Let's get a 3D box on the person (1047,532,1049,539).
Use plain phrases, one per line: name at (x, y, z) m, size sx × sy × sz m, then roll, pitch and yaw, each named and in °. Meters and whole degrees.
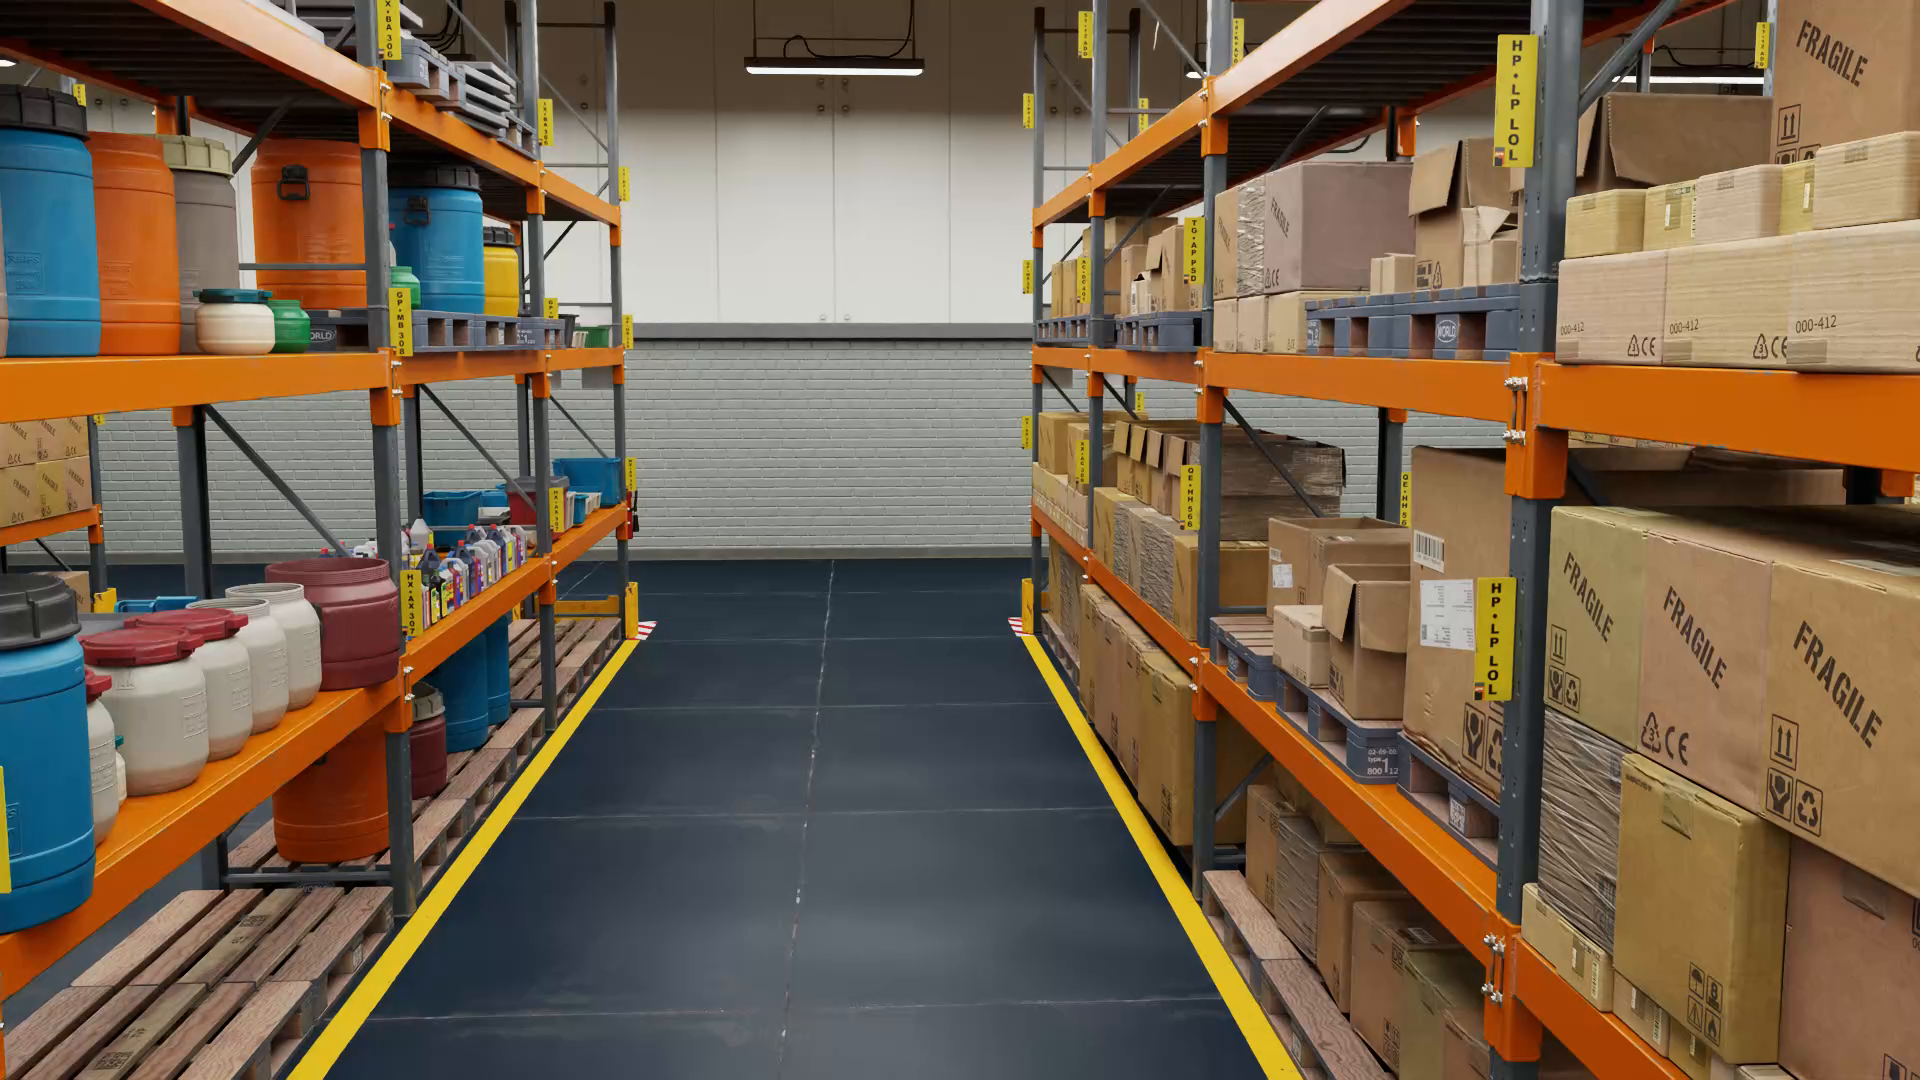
person at (1.076, -0.094, 17.499) m, size 0.363 × 1.766 × 0.535 m, roll 0°, pitch 7°, yaw -3°
